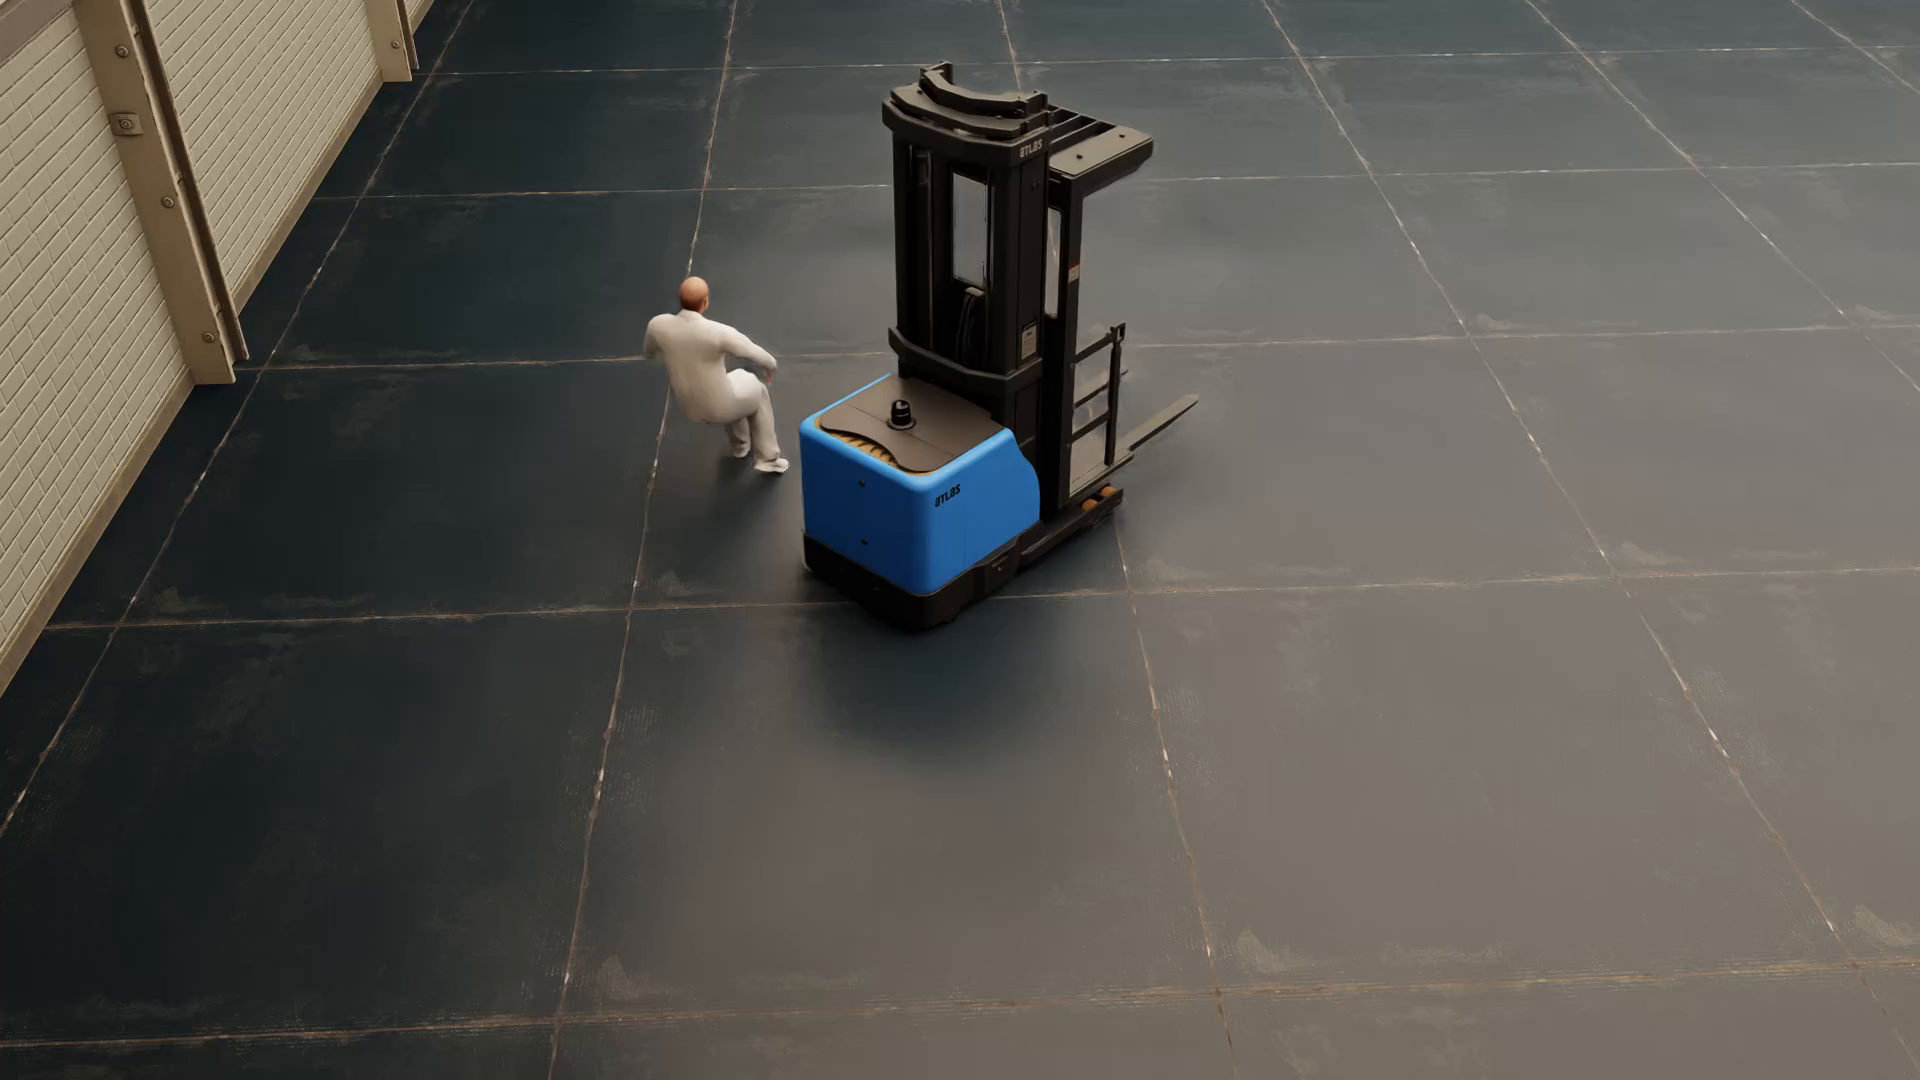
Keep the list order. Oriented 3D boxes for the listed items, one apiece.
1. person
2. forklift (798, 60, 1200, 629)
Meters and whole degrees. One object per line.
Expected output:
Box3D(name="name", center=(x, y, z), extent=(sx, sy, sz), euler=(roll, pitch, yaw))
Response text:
Box3D(name="person", center=(-1.542, -1.092, 10.761), extent=(0.851, 1.551, 0.919), euler=(9, 37, 12))
Box3D(name="forklift", center=(0.401, -1.456, 10.010), extent=(1.130, 2.935, 3.031), euler=(28, 44, 32))
